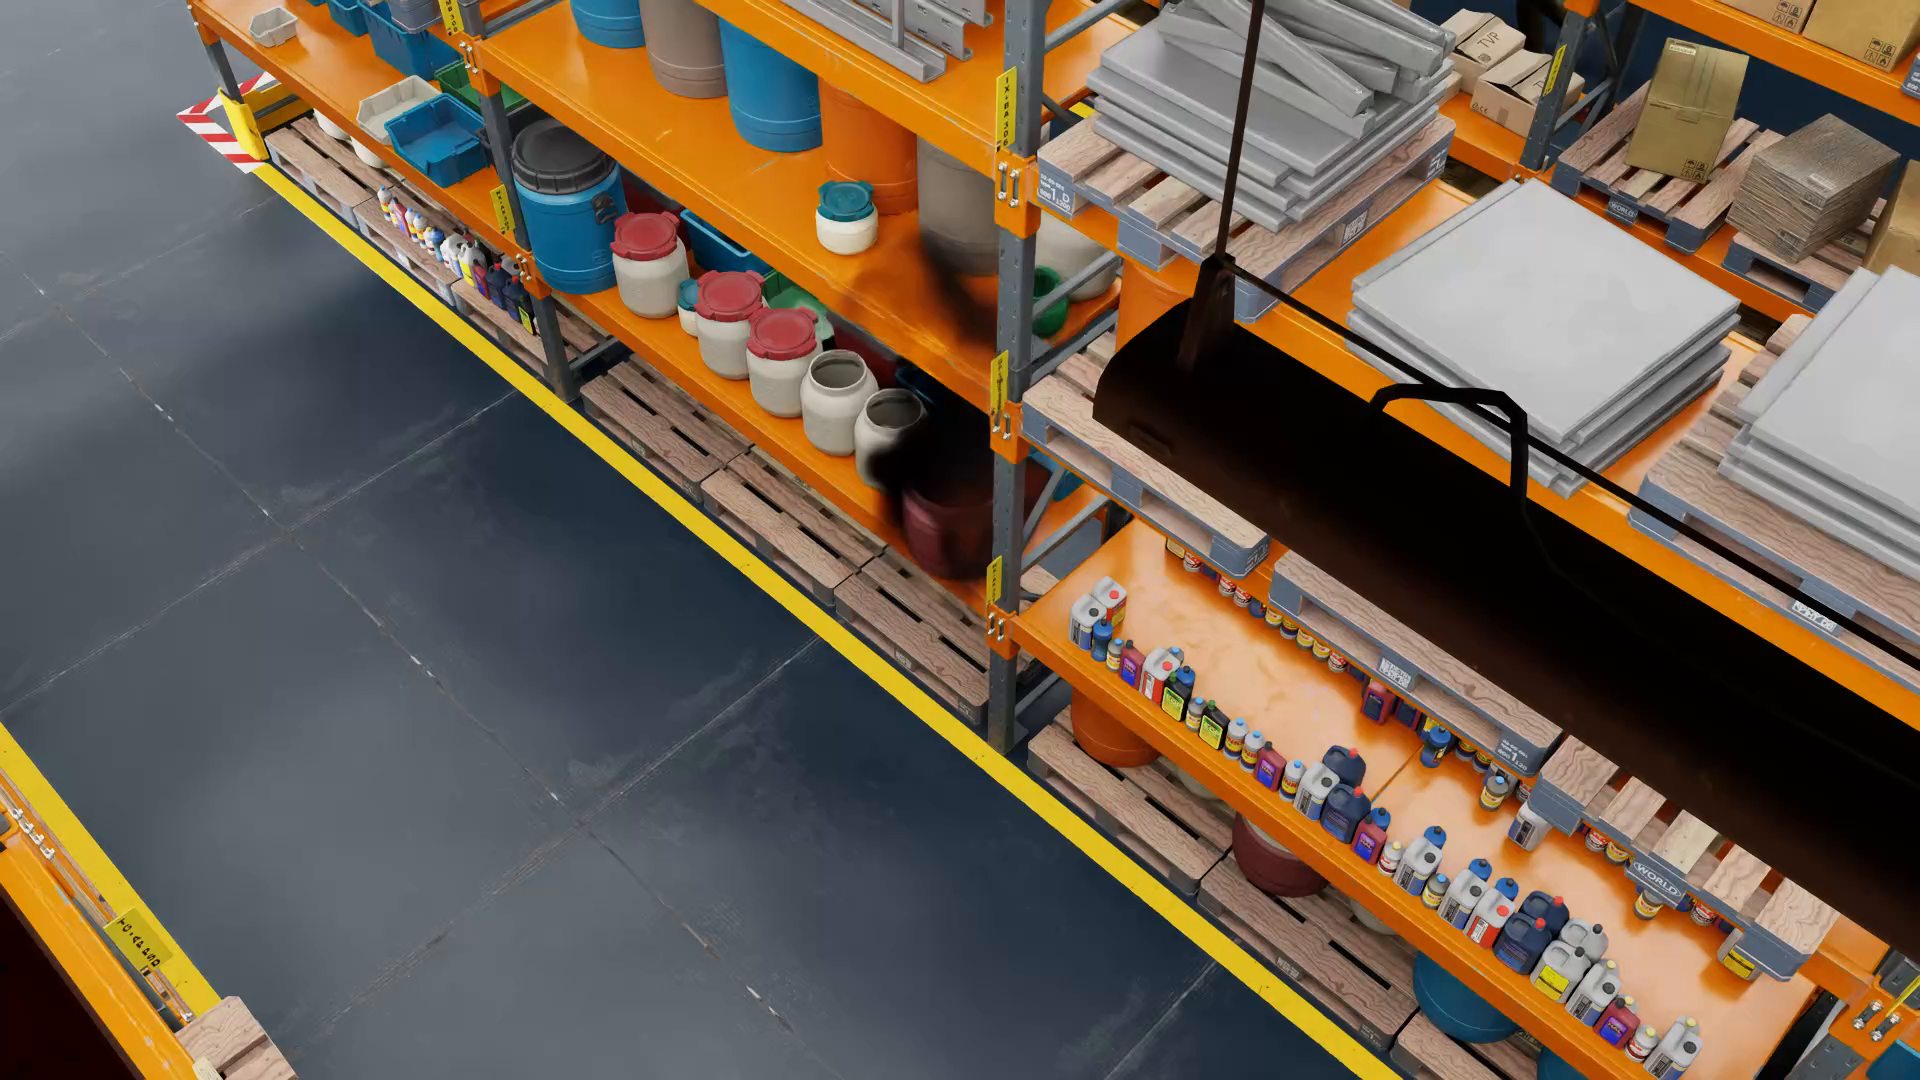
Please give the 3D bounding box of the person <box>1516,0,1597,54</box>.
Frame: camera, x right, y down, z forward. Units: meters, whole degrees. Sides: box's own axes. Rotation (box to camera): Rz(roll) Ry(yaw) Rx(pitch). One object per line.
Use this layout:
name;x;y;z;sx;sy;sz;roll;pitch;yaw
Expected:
person;4.752;-4.573;13.113;0.687;1.725;0.709;23;54;18
